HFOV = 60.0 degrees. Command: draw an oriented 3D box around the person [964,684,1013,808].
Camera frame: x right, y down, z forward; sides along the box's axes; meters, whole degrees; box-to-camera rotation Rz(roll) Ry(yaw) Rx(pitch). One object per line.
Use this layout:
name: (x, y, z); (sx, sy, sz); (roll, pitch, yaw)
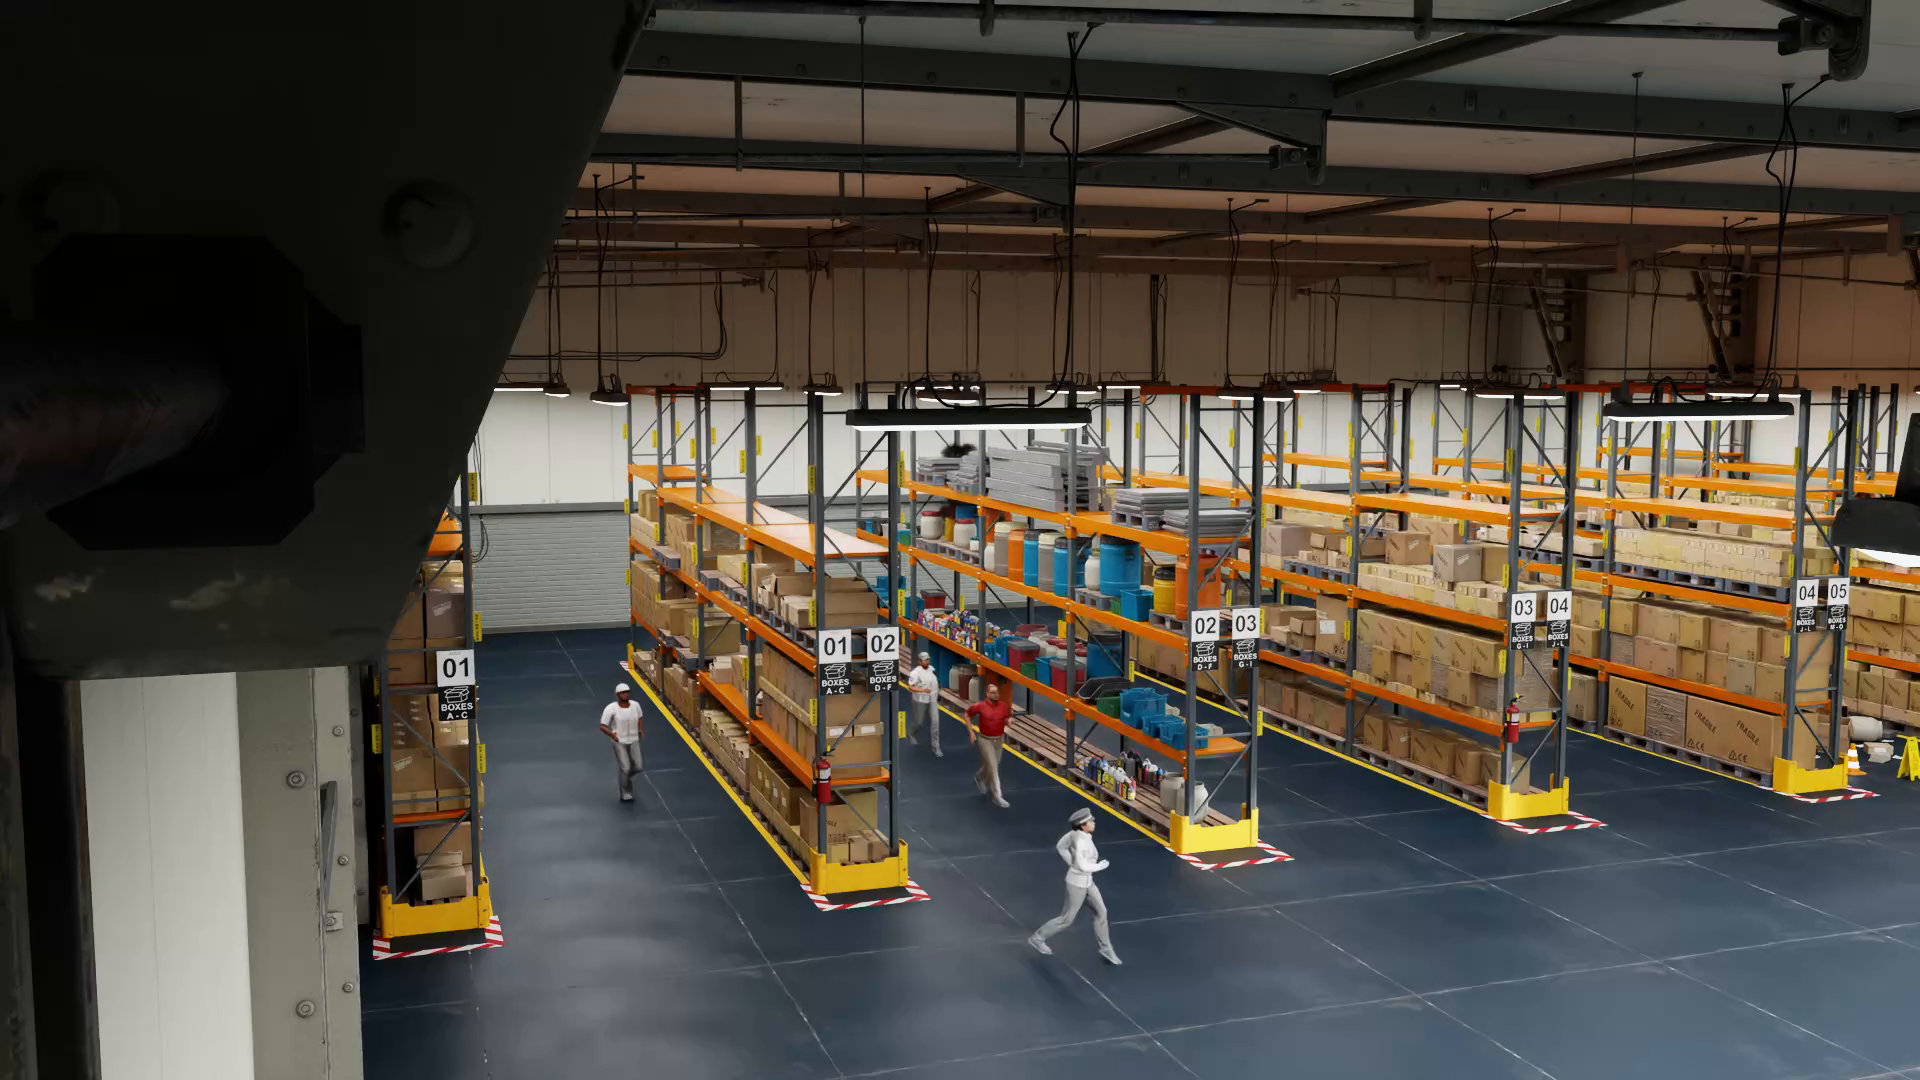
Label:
person: (0.423, 2.929, 24.255); (0.660, 1.693, 0.914); (-4, 7, -33)

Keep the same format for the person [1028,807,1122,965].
person: (1.221, 3.687, 17.604); (0.997, 1.738, 0.549); (1, 6, 8)

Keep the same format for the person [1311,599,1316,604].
person: (9.185, 1.197, 42.077); (0.545, 1.613, 0.623); (-1, 6, -12)

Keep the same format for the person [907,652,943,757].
person: (-0.591, 2.674, 27.353); (0.602, 1.671, 0.934); (-3, 7, -29)

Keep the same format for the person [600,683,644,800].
person: (-4.918, 2.955, 24.413); (0.692, 1.718, 0.603); (-4, 7, -34)
